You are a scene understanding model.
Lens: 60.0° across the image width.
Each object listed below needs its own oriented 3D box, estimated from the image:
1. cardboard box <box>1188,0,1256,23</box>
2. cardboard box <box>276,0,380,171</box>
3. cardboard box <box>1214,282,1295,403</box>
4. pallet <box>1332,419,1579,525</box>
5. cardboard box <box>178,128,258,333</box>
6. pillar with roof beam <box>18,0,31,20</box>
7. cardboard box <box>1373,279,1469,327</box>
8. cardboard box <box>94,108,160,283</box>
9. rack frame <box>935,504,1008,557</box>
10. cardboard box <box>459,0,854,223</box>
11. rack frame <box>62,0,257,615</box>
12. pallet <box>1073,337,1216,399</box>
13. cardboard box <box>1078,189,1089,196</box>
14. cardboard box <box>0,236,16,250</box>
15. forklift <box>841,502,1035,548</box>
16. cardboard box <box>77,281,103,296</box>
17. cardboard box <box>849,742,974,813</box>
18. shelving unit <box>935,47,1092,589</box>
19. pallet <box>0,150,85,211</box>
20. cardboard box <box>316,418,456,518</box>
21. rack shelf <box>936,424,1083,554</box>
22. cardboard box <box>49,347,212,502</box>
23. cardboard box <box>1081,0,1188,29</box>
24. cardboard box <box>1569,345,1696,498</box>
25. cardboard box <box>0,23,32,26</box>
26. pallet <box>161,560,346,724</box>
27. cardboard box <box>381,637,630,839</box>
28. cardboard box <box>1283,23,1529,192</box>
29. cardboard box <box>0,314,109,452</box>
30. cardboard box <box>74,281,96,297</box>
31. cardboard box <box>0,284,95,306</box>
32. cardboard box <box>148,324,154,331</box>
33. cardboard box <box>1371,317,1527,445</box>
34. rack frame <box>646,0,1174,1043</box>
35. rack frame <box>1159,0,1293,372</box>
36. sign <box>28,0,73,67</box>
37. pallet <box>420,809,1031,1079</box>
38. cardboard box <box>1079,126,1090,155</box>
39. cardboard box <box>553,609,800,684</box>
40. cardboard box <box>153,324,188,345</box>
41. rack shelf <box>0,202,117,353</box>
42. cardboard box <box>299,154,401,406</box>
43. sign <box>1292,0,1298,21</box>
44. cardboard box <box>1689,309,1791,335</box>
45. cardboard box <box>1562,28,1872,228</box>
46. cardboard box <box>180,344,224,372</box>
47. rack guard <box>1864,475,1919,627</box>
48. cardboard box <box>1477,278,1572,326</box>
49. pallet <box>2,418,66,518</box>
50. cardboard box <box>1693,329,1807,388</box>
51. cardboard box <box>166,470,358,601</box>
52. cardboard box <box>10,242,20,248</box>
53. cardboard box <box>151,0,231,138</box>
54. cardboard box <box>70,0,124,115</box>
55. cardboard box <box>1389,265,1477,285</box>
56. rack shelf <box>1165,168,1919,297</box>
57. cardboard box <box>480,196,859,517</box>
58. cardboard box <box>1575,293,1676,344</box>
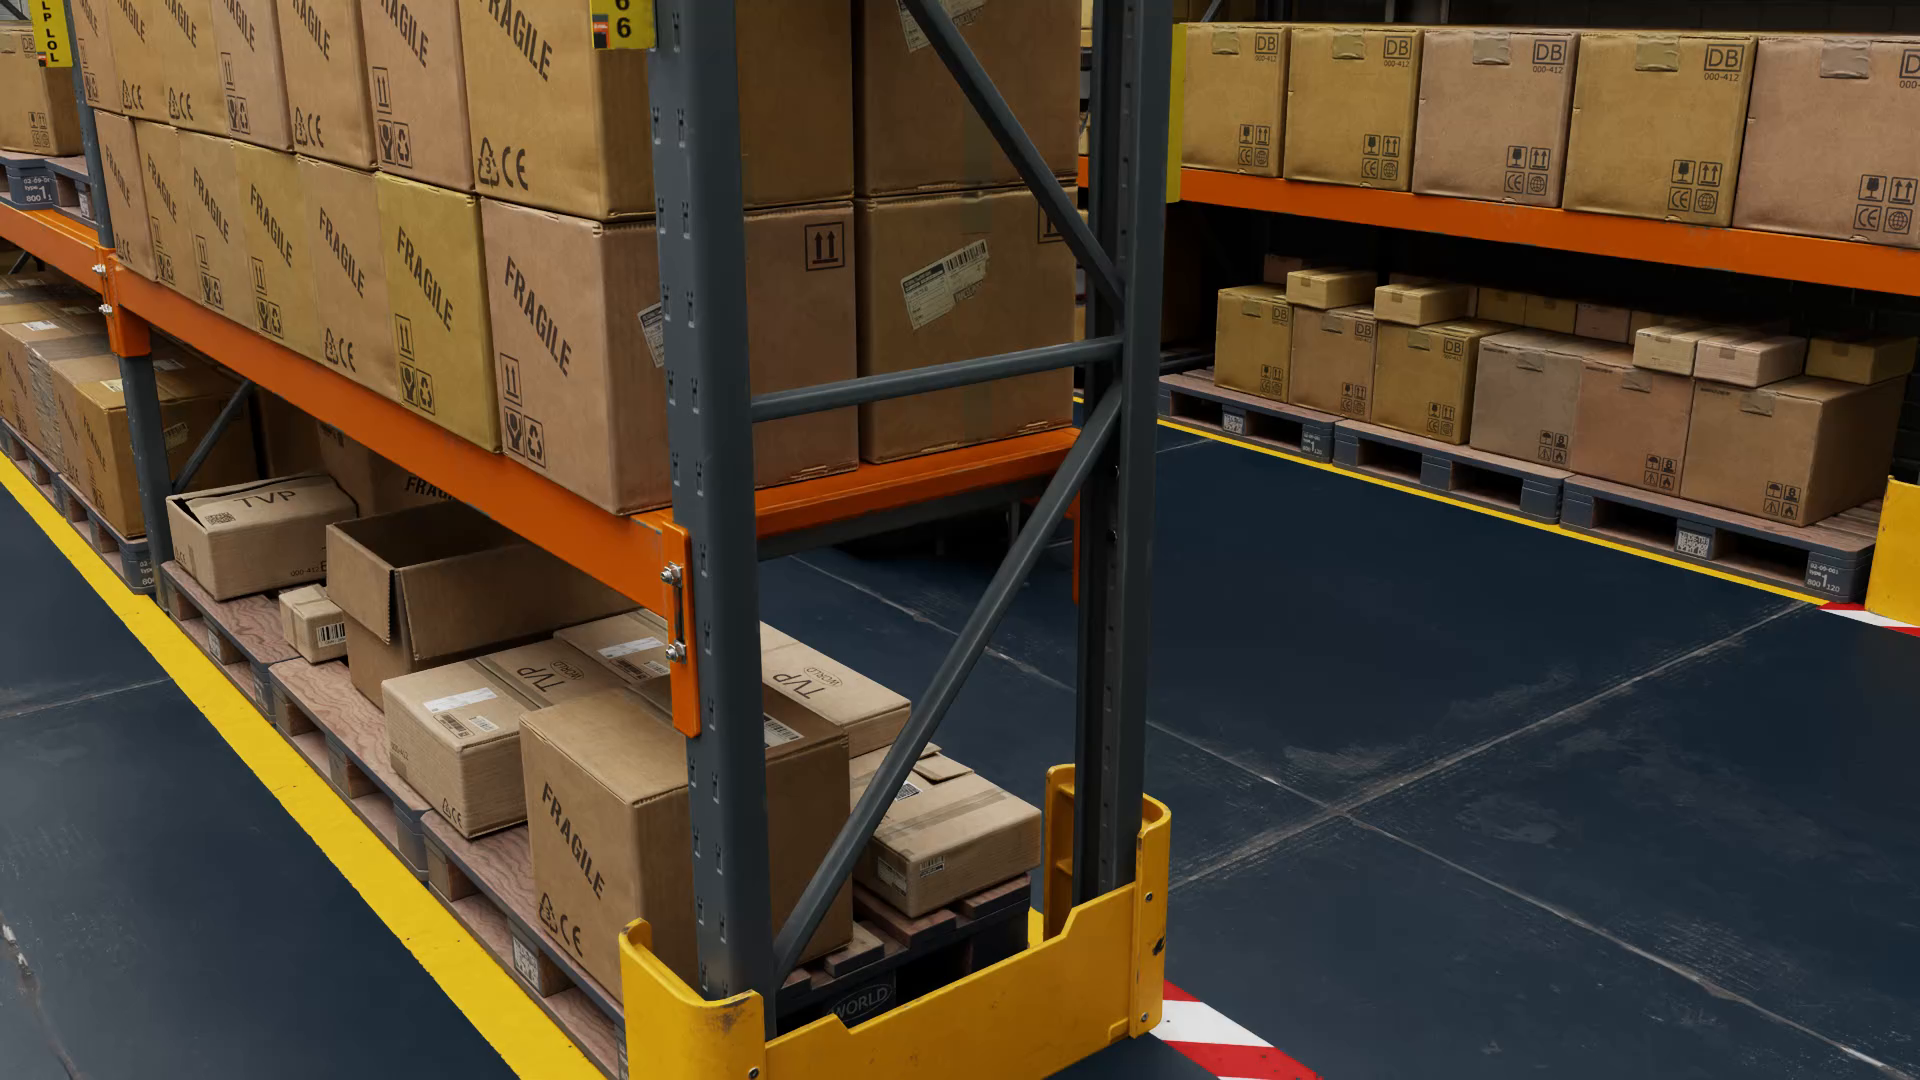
[{"bbox_3d":[1.272,-2.950,9.142,0.500,0.250,0.500,-13,22,-34],"label":"cardboard box"},{"bbox_3d":[-1.176,-1.107,3.685,0.500,0.500,0.500,-13,22,-35],"label":"cardboard box"},{"bbox_3d":[1.737,-1.040,8.540,0.700,0.500,0.500,-14,23,-35],"label":"cardboard box"},{"bbox_3d":[2.526,-0.404,7.747,1.003,0.211,1.213,-14,23,-36],"label":"pallet"},{"bbox_3d":[-1.795,-0.883,4.599,0.500,0.500,0.500,-14,23,-36],"label":"cardboard box"},{"bbox_3d":[-23.261,-13.106,32.128,9.100,9.000,0.400,-14,23,-36],"label":"pillar with roof beam"},{"bbox_3d":[2.131,-1.099,7.687,0.380,0.149,0.250,-15,23,-38],"label":"cardboard box"},{"bbox_3d":[-2.425,-1.132,5.351,0.500,0.500,0.500,-13,22,-35],"label":"cardboard box"},{"bbox_3d":[0.069,-0.968,6.444,0.400,2.100,0.015,-13,22,-33],"label":"rack frame"},{"bbox_3d":[-0.536,-0.856,2.927,0.500,0.500,0.500,-14,23,-37],"label":"cardboard box"},{"bbox_3d":[-2.528,-1.264,5.907,1.000,3.000,0.127,-14,23,-36],"label":"rack frame"},{"bbox_3d":[0.815,-1.083,9.798,1.003,0.211,1.213,-14,23,-36],"label":"pallet"},{"bbox_3d":[0.294,-1.764,10.168,0.750,0.750,0.750,-13,22,-34],"label":"cardboard box"},{"bbox_3d":[-5.857,-1.617,9.789,0.500,0.311,0.500,-14,23,-37],"label":"cardboard box"},{"bbox_3d":[-0.778,-1.763,7.524,1.130,2.935,3.031,-13,22,-33],"label":"forklift"},{"bbox_3d":[-4.208,-1.430,8.492,0.500,0.250,0.500,-13,22,-34],"label":"cardboard box"},{"bbox_3d":[-0.190,0.626,4.007,0.380,0.166,0.250,-14,23,-36],"label":"cardboard box"},{"bbox_3d":[0.210,-0.905,6.256,0.431,2.100,0.503,-13,22,-33],"label":"shelving unit"},{"bbox_3d":[-3.800,-1.680,7.469,1.003,0.211,1.213,-14,23,-36],"label":"pallet"},{"bbox_3d":[-1.951,-0.201,5.974,0.500,0.500,0.500,-14,23,-36],"label":"cardboard box"},{"bbox_3d":[0.210,-0.228,6.480,0.431,0.518,0.480,-13,22,-33],"label":"rack shelf"},{"bbox_3d":[-3.359,-0.475,6.802,0.500,0.500,0.500,-14,23,-36],"label":"cardboard box"},{"bbox_3d":[0.863,-2.851,8.843,0.500,0.250,0.500,-13,23,-35],"label":"cardboard box"},{"bbox_3d":[3.013,-0.535,7.014,0.700,0.500,0.500,-14,23,-36],"label":"cardboard box"},{"bbox_3d":[-4.114,-2.100,7.607,0.700,0.500,0.500,-9,20,-26],"label":"cardboard box"},{"bbox_3d":[-2.102,0.230,5.834,1.003,0.211,1.213,-14,23,-36],"label":"pallet"},{"bbox_3d":[-1.141,0.493,4.277,0.500,0.250,0.500,-14,23,-36],"label":"cardboard box"},{"bbox_3d":[2.126,-2.056,7.823,0.980,0.700,0.700,-15,23,-37],"label":"cardboard box"},{"bbox_3d":[-3.988,-0.724,7.552,0.500,0.500,0.500,-15,23,-38],"label":"cardboard box"},{"bbox_3d":[-4.246,-1.087,8.650,0.500,0.500,0.500,-13,22,-34],"label":"cardboard box"},{"bbox_3d":[-4.623,-0.976,8.314,0.500,0.500,0.500,-15,24,-38],"label":"cardboard box"},{"bbox_3d":[-3.595,-0.831,7.878,0.500,0.500,0.500,-15,24,-38],"label":"cardboard box"},{"bbox_3d":[2.363,-0.789,7.780,0.700,0.500,0.500,-13,23,-35],"label":"cardboard box"},{"bbox_3d":[-0.044,-0.278,2.930,1.000,3.000,0.127,-14,23,-36],"label":"rack frame"},{"bbox_3d":[1.353,-2.231,8.830,1.000,3.000,0.127,-14,23,-36],"label":"rack frame"},{"bbox_3d":[-2.960,-1.704,5.395,0.100,0.325,0.005,-14,23,-36],"label":"sign"},{"bbox_3d":[-0.587,0.831,4.018,1.003,0.211,1.213,-14,23,-36],"label":"pallet"},{"bbox_3d":[0.746,-2.207,9.124,0.380,0.149,0.250,-13,23,-35],"label":"cardboard box"},{"bbox_3d":[-0.780,0.383,4.609,0.500,0.250,0.500,-14,23,-36],"label":"cardboard box"},{"bbox_3d":[-3.258,-1.055,7.361,0.500,0.250,0.500,-14,23,-36],"label":"cardboard box"},{"bbox_3d":[-3.769,-1.415,7.508,1.077,0.370,4.000,-14,23,-36],"label":"rack shelf"},{"bbox_3d":[-1.166,-0.634,3.846,0.500,0.500,0.500,-14,23,-36],"label":"cardboard box"},{"bbox_3d":[1.787,-2.789,9.009,0.100,0.325,0.005,-14,23,-36],"label":"sign"},{"bbox_3d":[3.243,-0.852,6.941,0.380,0.149,0.250,-14,23,-36],"label":"cardboard box"},{"bbox_3d":[3.052,-1.689,6.714,0.980,0.700,0.700,-14,23,-37],"label":"cardboard box"},{"bbox_3d":[-2.977,-0.582,7.125,0.500,0.500,0.500,-14,23,-35],"label":"cardboard box"},{"bbox_3d":[3.852,-0.053,6.228,1.175,0.500,0.348,-14,23,-36],"label":"rack guard"},{"bbox_3d":[2.613,-1.102,7.696,0.380,0.149,0.250,-14,23,-37],"label":"cardboard box"},{"bbox_3d":[-3.824,-0.434,7.837,1.003,0.211,1.213,-14,23,-36],"label":"pallet"},{"bbox_3d":[3.101,-0.715,6.528,0.380,0.149,0.250,-14,23,-37],"label":"cardboard box"},{"bbox_3d":[-2.437,-0.050,5.821,0.500,0.311,0.500,-14,23,-36],"label":"cardboard box"},{"bbox_3d":[-5.439,-1.724,10.110,0.500,0.311,0.500,-15,23,-37],"label":"cardboard box"},{"bbox_3d":[-1.816,-1.361,4.451,0.500,0.500,0.500,-15,23,-38],"label":"cardboard box"},{"bbox_3d":[-2.456,-1.615,5.218,0.500,0.500,0.500,-13,22,-35],"label":"cardboard box"},{"bbox_3d":[2.296,-1.228,8.076,0.380,0.149,0.250,-15,23,-38],"label":"cardboard box"},{"bbox_3d":[2.595,-1.397,7.454,1.077,0.370,4.000,-14,23,-36],"label":"rack shelf"},{"bbox_3d":[-0.535,-0.383,3.087,0.500,0.500,0.500,-13,22,-34],"label":"cardboard box"},{"bbox_3d":[2.929,-0.977,7.317,0.380,0.149,0.250,-14,23,-35],"label":"cardboard box"}]
